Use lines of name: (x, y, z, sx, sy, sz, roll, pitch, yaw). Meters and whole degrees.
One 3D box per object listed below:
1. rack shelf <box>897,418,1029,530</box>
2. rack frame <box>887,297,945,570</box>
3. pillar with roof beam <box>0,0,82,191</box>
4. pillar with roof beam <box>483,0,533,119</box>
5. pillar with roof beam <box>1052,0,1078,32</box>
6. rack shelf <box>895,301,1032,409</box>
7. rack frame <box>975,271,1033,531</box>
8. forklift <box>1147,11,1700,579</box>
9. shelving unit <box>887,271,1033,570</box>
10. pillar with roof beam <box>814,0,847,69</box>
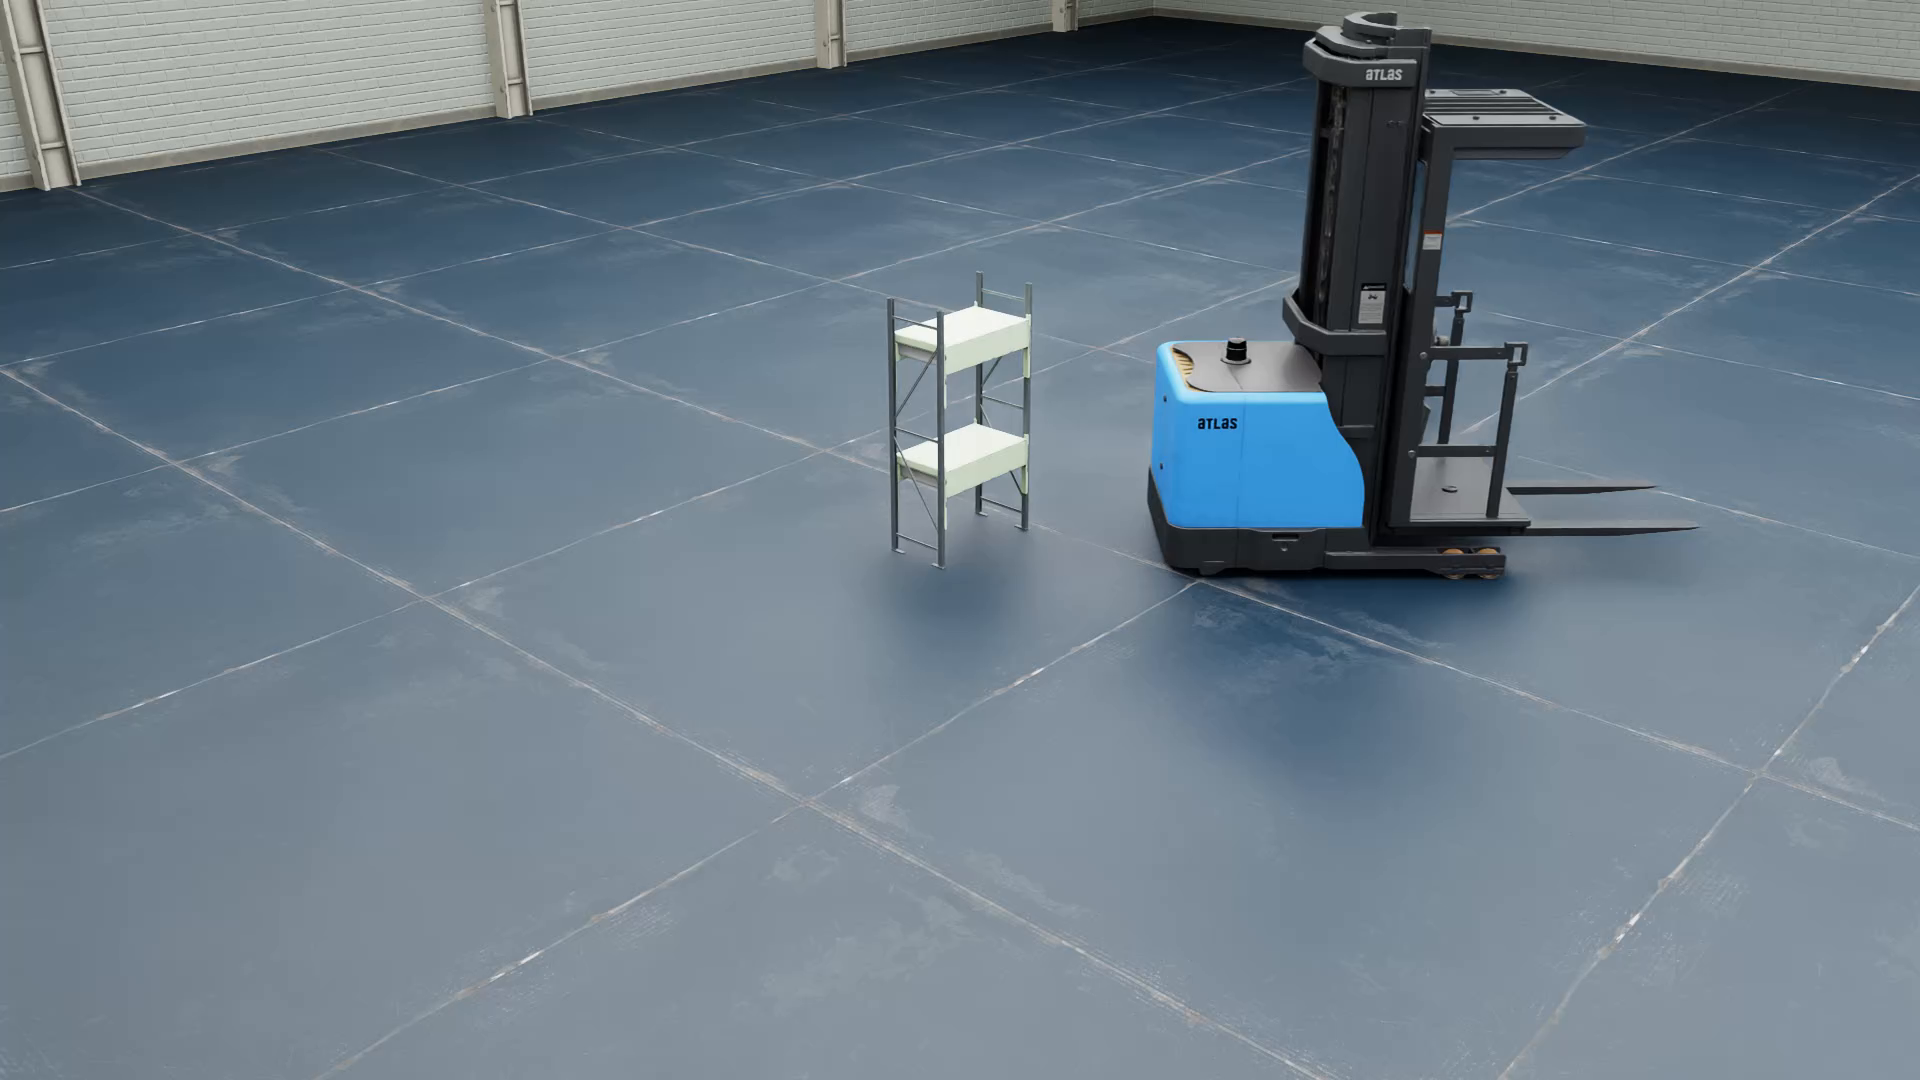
rack shelf: (0.004, -0.389, 9.581, 0.431, 0.370, 0.720, 20, 31, 38)
rack frame: (-0.240, -0.575, 9.199, 0.400, 1.500, 0.023, 20, 31, 38)
pillar with roof beam: (-6.869, -6.886, 14.109, 9.100, 9.000, 0.400, 20, 31, 38)
pillar with roof beam: (-2.864, -8.714, 18.186, 9.100, 9.000, 0.400, 20, 31, 38)
pillar with roof beam: (5.145, -12.370, 26.340, 9.100, 9.000, 0.400, 20, 31, 38)
rack shelf: (0.004, -1.042, 9.288, 0.431, 0.370, 0.720, 20, 31, 38)
rack frame: (0.249, -0.798, 9.696, 0.400, 1.500, 0.023, 20, 31, 38)
forklift: (2.656, -1.337, 9.149, 3.031, 2.935, 1.130, 0, 24, -1)
shelving unit: (0.004, -0.686, 9.448, 0.431, 1.500, 0.755, 20, 31, 38)
pillar with roof beam: (1.140, -10.542, 22.263, 9.100, 9.000, 0.400, 20, 31, 38)
